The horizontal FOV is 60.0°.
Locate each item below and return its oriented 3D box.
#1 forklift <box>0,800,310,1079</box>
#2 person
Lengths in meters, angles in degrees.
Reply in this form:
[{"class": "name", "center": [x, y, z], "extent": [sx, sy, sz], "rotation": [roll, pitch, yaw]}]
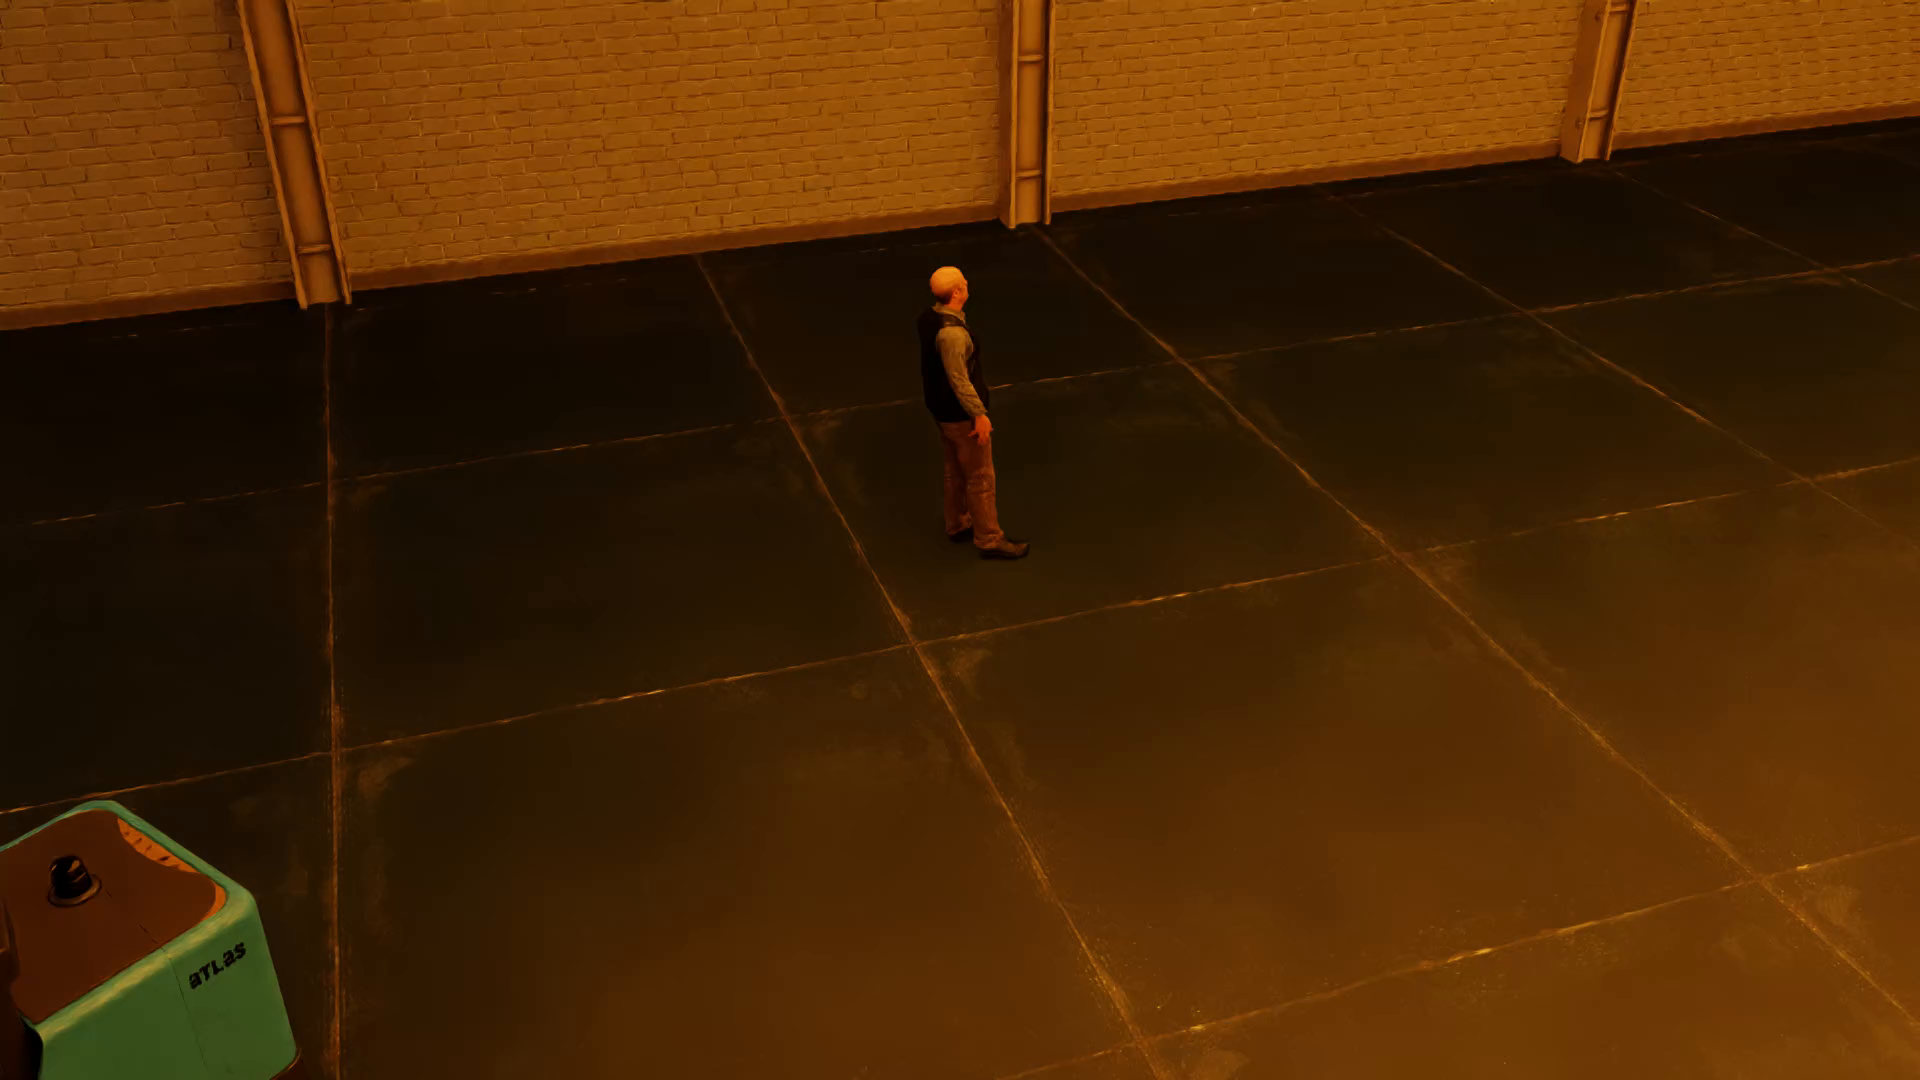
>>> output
[{"class": "forklift", "center": [-3.695, 1.344, 4.752], "extent": [1.130, 2.935, 3.031], "rotation": [20, 35, 30]}, {"class": "person", "center": [0.062, -0.758, 9.604], "extent": [0.567, 1.720, 0.632], "rotation": [-10, 31, -16]}]
